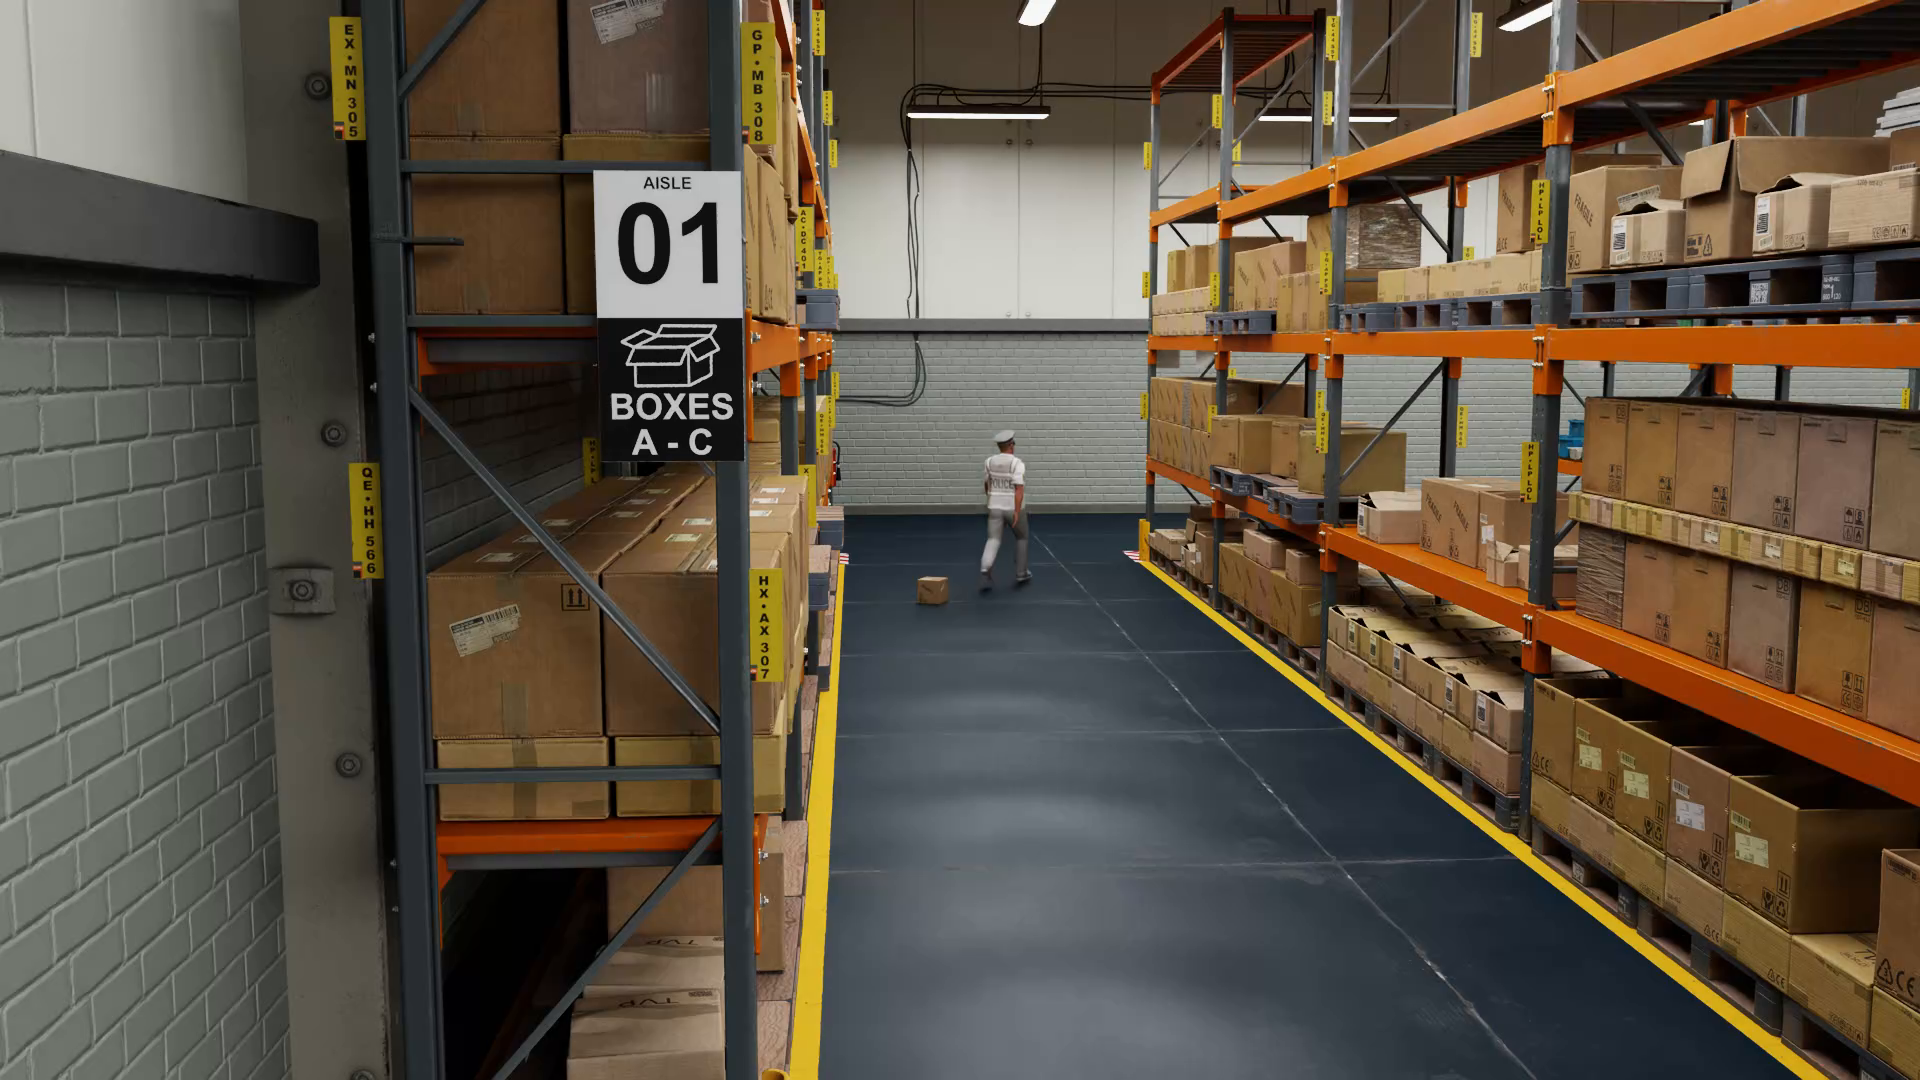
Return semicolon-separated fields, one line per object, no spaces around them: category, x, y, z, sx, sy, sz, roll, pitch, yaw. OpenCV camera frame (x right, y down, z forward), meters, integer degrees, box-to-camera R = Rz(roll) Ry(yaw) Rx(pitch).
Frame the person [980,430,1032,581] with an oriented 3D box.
person;0.505;-0.376;18.740;0.523;1.724;1.010;3;7;21
